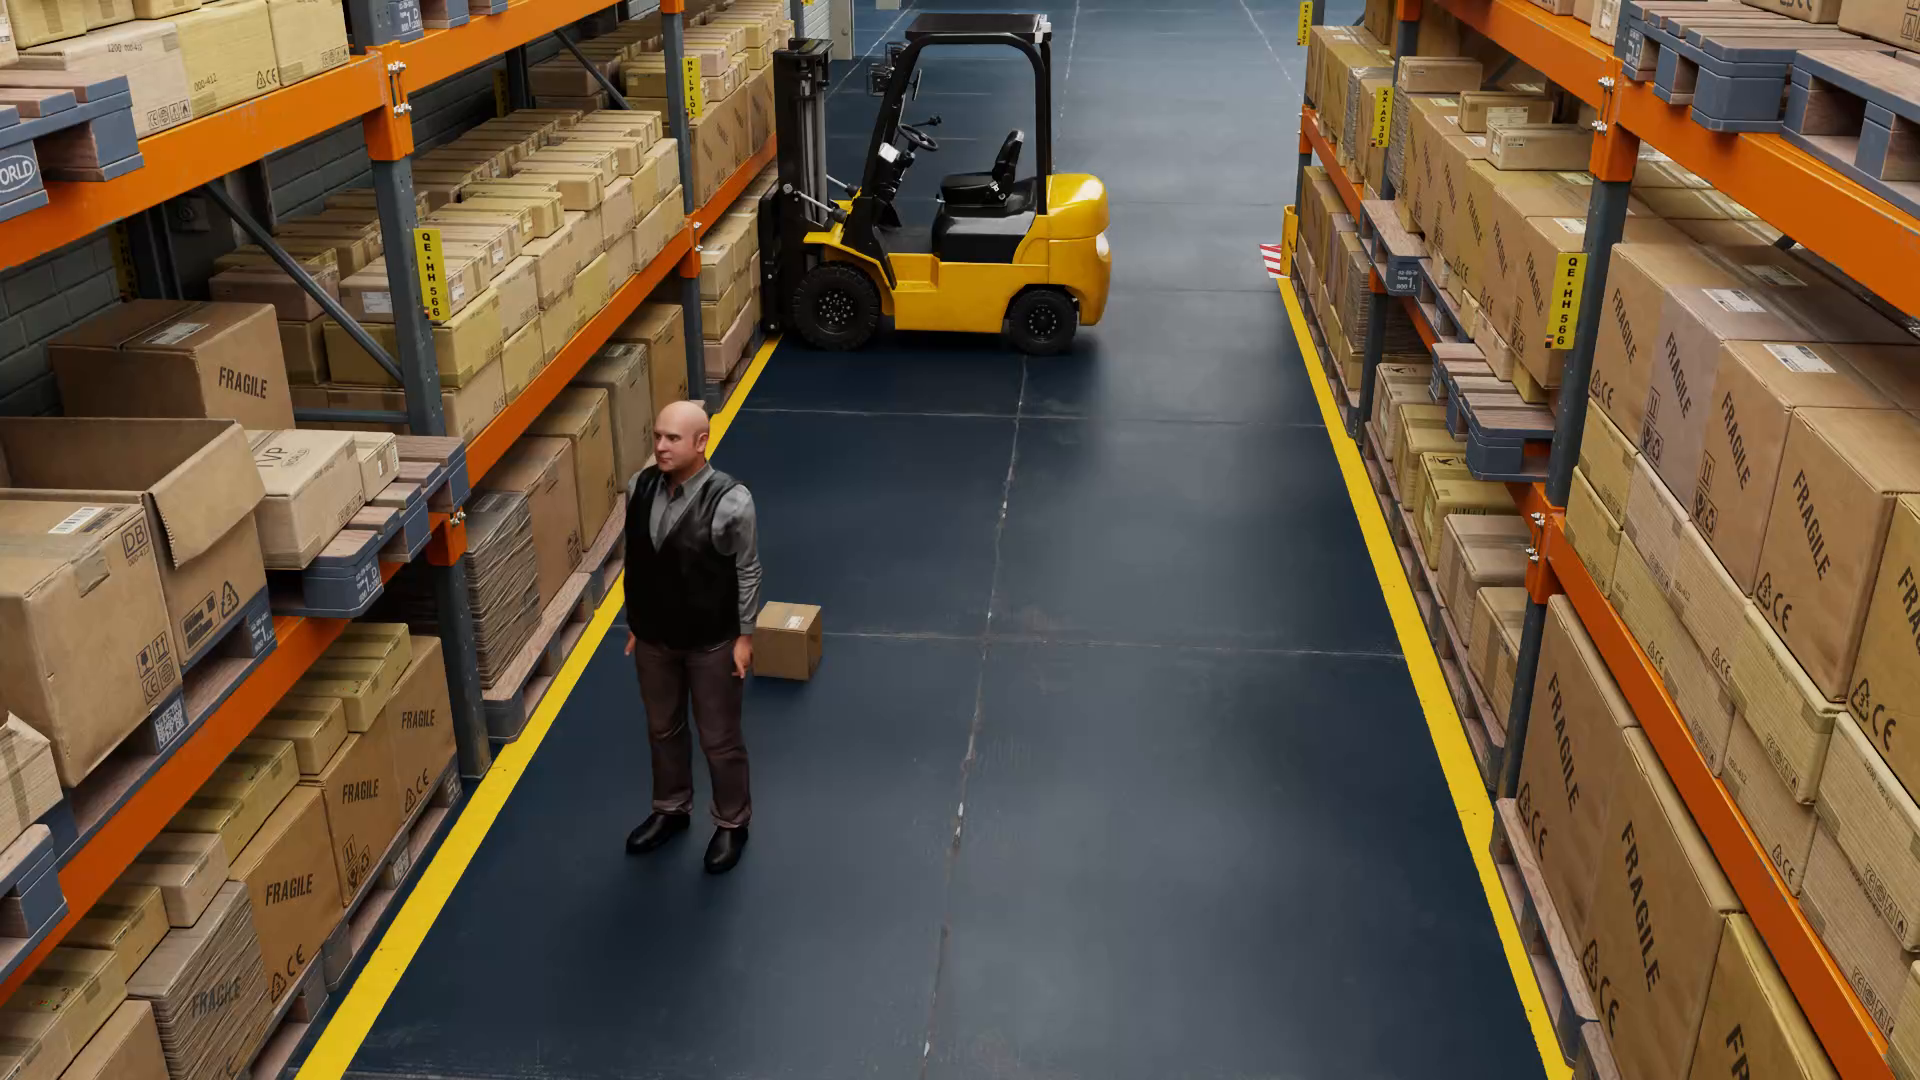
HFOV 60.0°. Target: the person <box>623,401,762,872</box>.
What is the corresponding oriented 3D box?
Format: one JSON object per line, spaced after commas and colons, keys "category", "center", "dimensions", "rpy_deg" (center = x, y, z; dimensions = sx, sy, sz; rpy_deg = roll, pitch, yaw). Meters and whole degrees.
{"category": "person", "center": [-0.958, 0.343, 5.877], "dimensions": [0.524, 1.723, 0.368], "rpy_deg": [9, 26, 19]}
